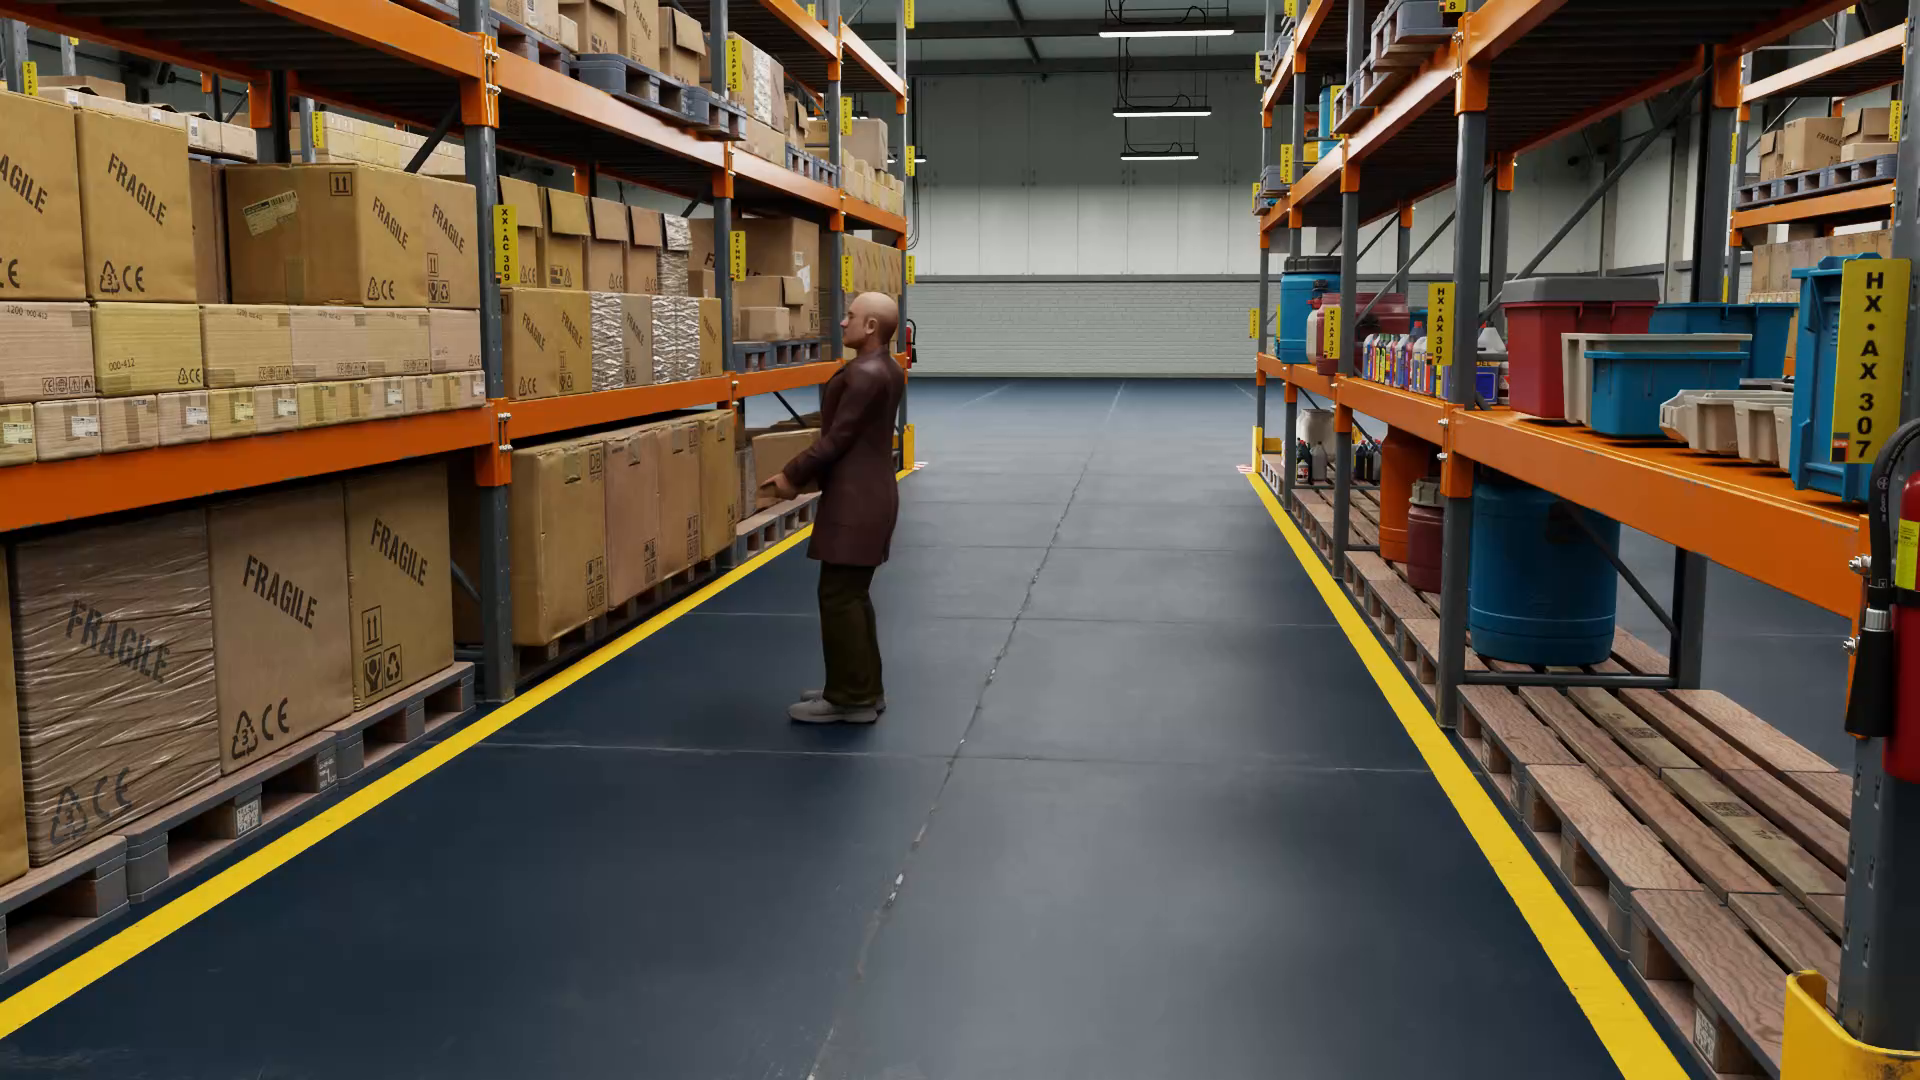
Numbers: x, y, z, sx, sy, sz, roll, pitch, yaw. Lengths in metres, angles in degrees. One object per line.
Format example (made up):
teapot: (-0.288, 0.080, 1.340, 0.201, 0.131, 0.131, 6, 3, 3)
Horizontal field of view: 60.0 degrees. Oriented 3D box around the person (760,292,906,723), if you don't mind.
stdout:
person: (-0.524, -0.135, 6.895, 0.563, 1.769, 0.527, 1, 7, 6)
